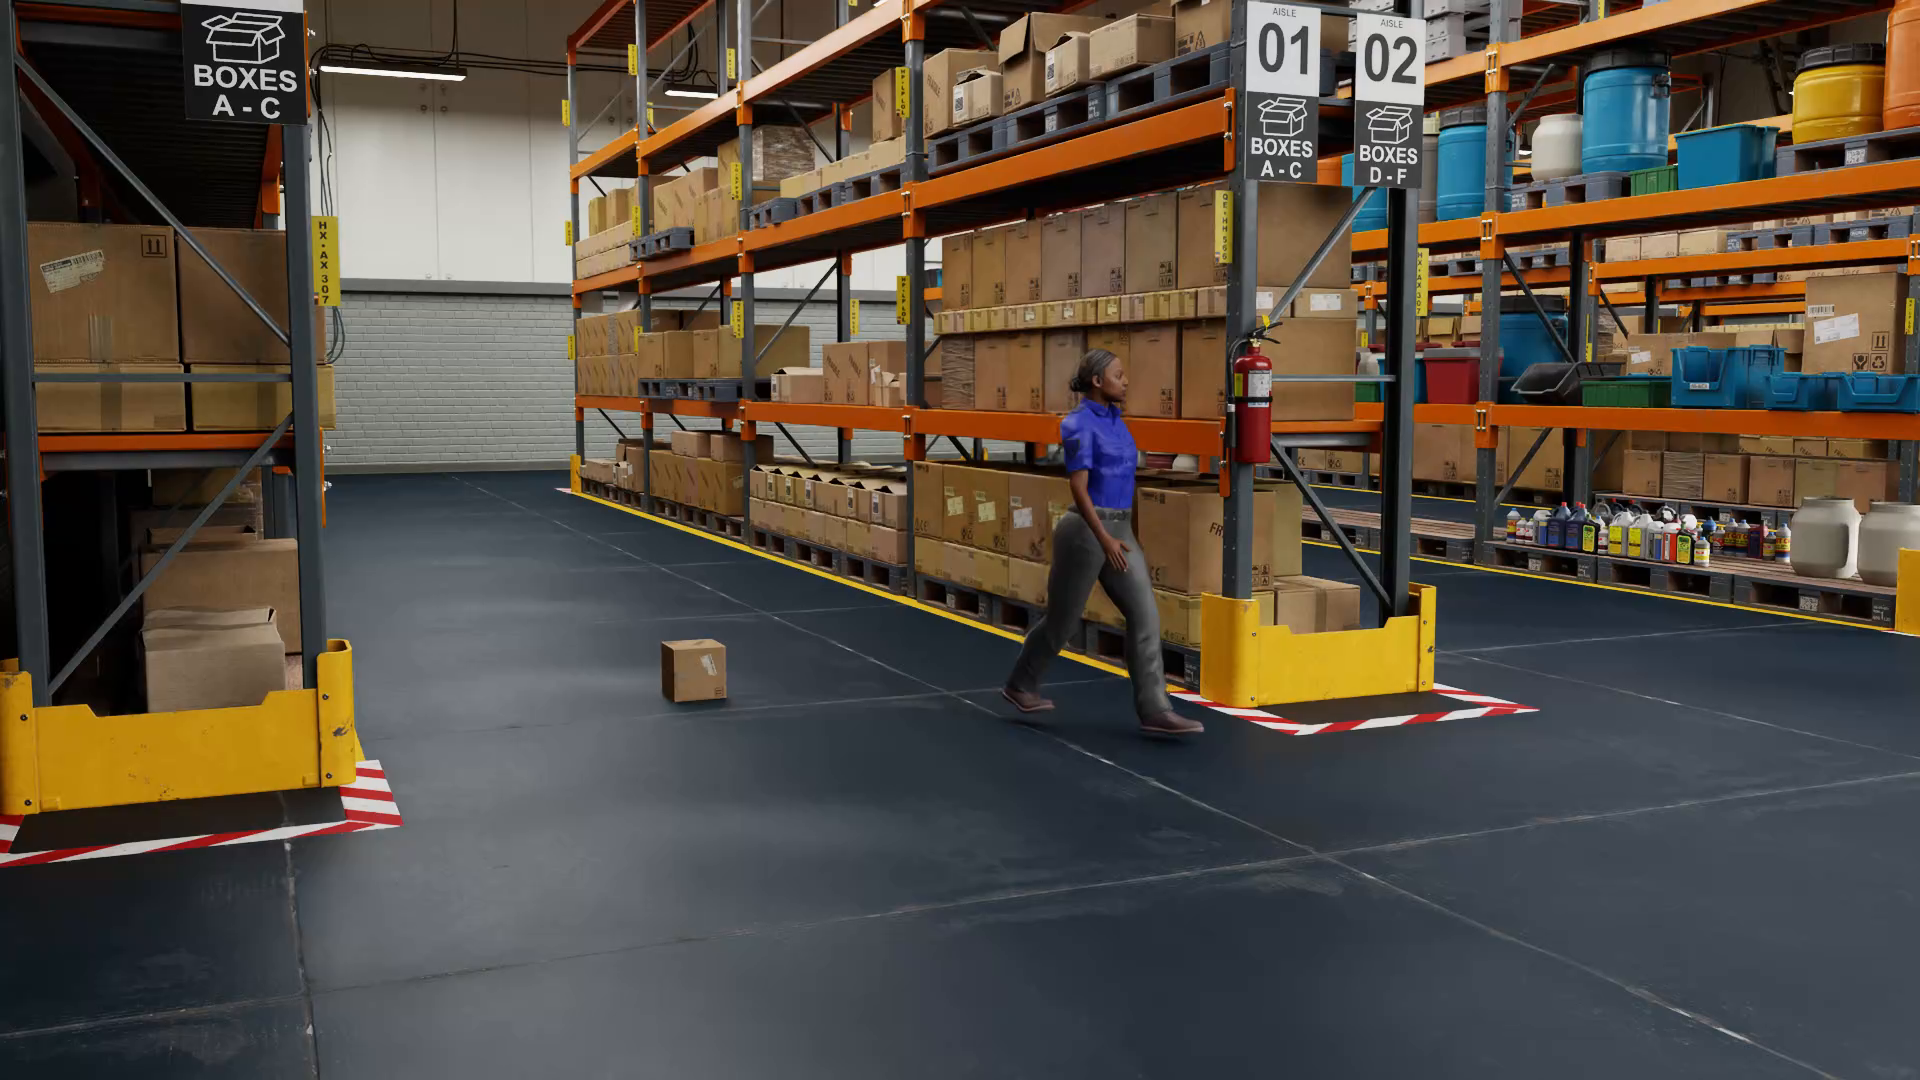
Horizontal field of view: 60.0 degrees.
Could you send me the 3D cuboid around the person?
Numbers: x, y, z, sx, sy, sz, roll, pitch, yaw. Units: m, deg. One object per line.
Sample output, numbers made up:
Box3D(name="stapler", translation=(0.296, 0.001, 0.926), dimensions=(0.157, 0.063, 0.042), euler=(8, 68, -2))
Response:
Box3D(name="person", translation=(0.599, -0.004, 7.030), dimensions=(0.973, 1.606, 0.467), euler=(5, 7, 41))
